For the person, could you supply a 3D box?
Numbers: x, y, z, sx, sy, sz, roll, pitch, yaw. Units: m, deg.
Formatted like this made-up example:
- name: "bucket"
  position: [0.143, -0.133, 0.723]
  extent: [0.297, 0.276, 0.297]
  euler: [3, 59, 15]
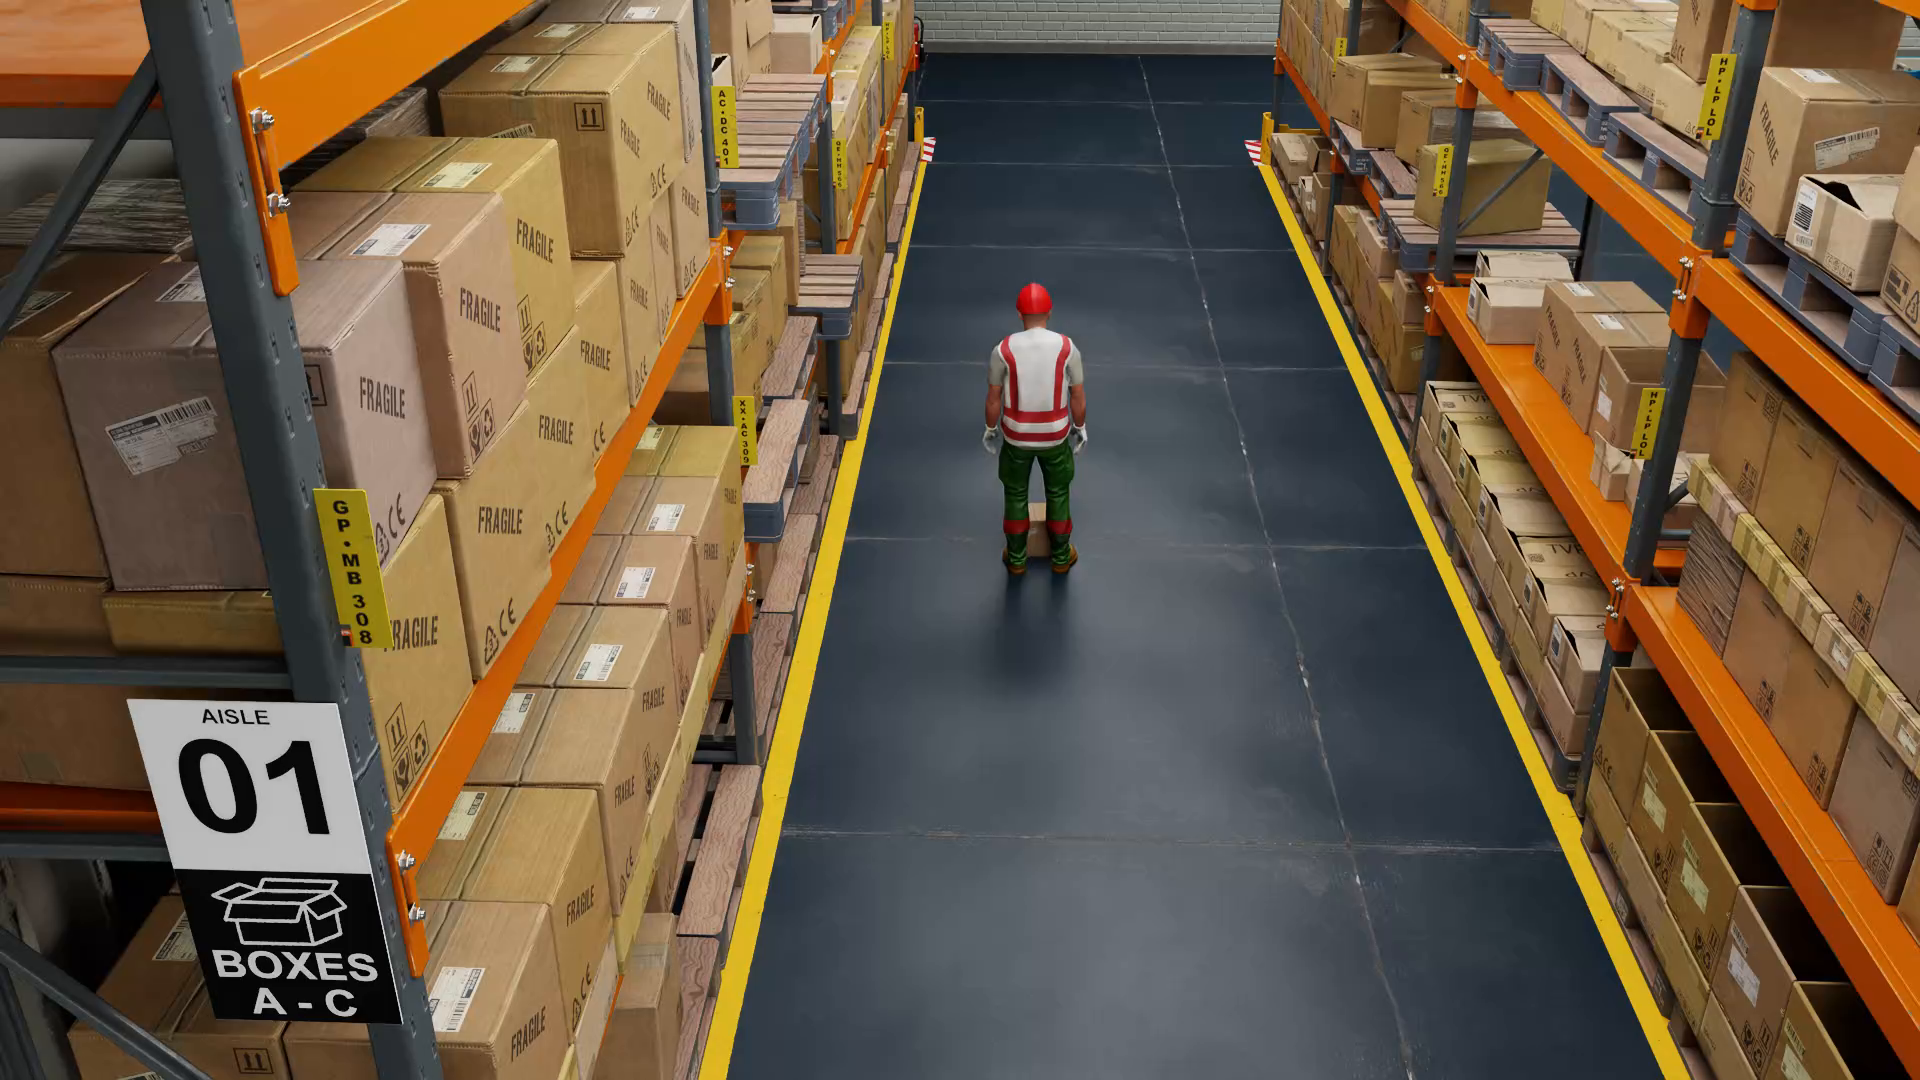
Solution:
- name: "person"
  position: [0.445, -0.637, 9.817]
  extent: [0.618, 1.779, 0.455]
  euler: [0, 28, 1]
